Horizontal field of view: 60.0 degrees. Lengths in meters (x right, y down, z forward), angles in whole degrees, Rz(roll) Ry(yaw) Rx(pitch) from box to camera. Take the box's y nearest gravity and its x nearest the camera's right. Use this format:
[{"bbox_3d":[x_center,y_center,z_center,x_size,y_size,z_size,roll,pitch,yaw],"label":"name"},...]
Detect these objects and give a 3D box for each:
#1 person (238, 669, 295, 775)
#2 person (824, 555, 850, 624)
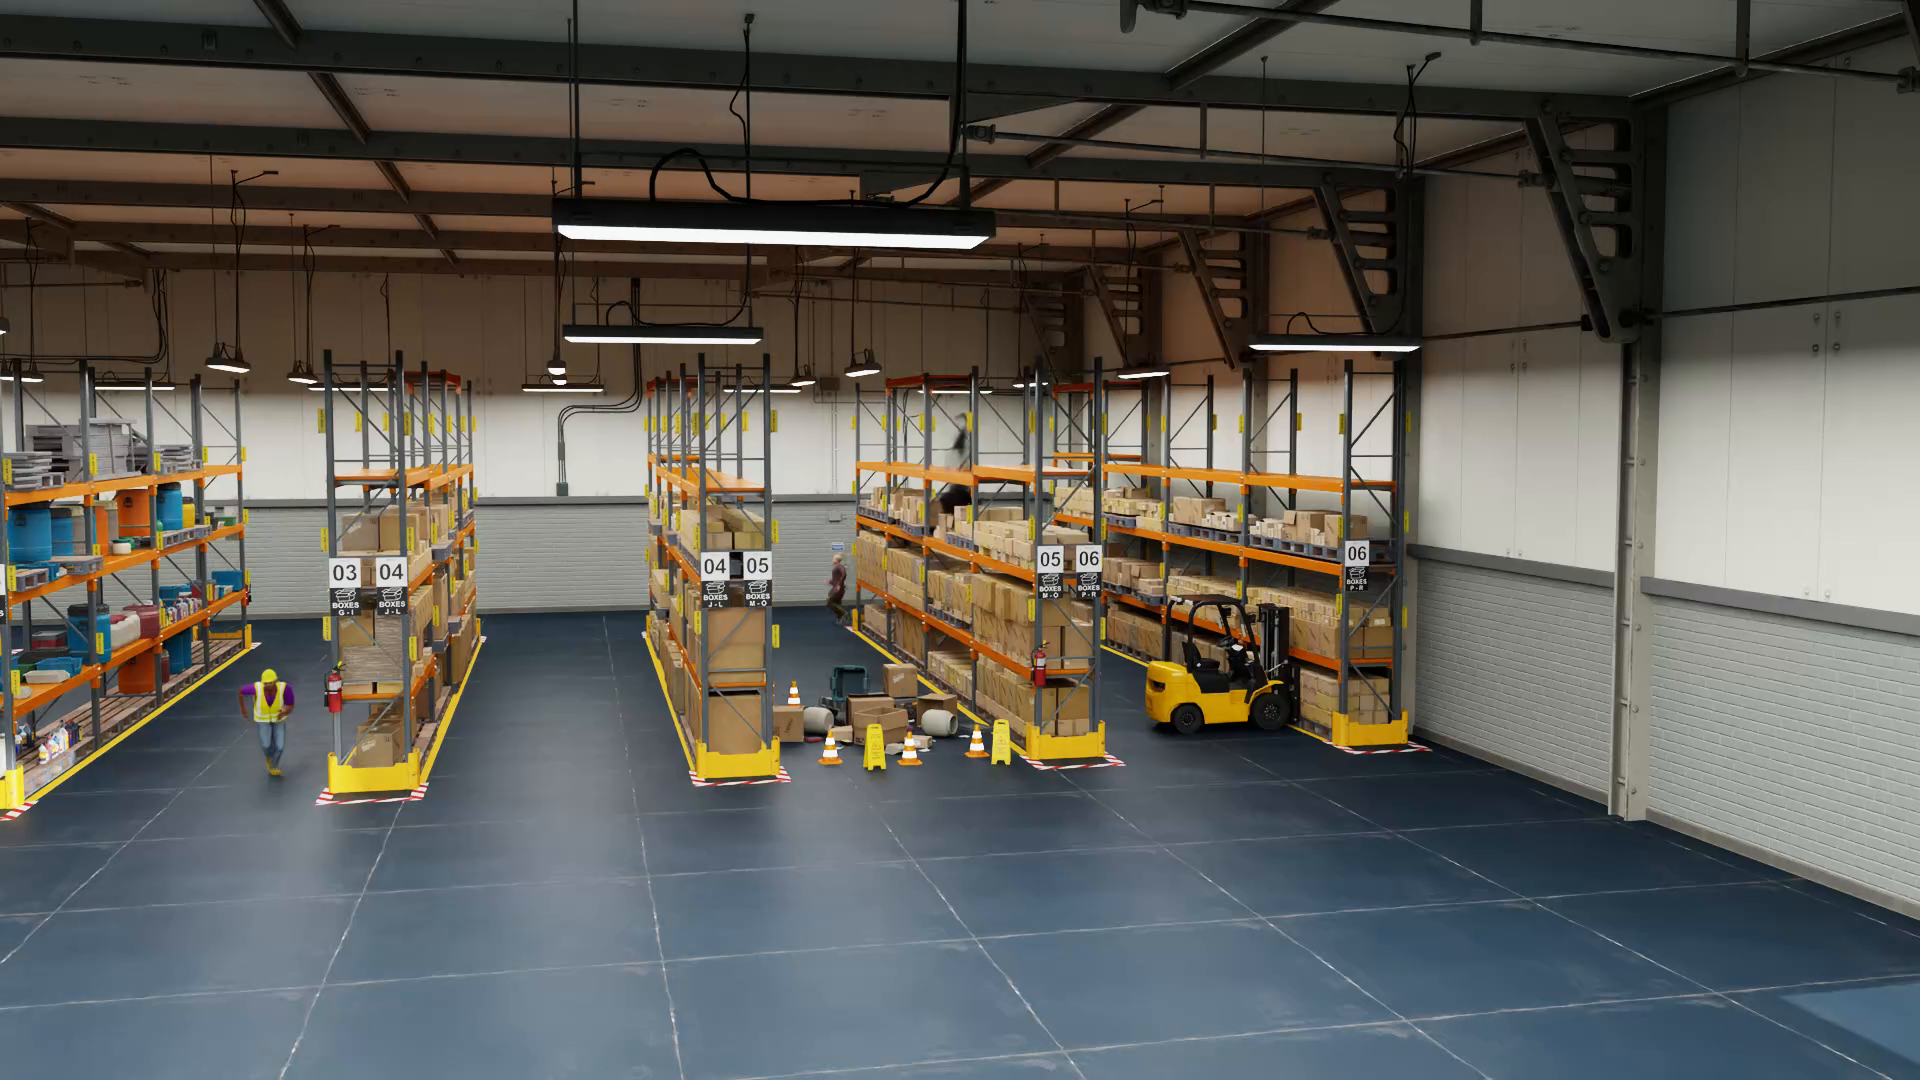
[{"bbox_3d":[-9.779,2.582,23.466,0.734,1.577,0.830,-2,4,-23],"label":"person"},{"bbox_3d":[-3.084,1.240,41.547,0.664,1.747,0.742,0,4,0],"label":"person"}]
